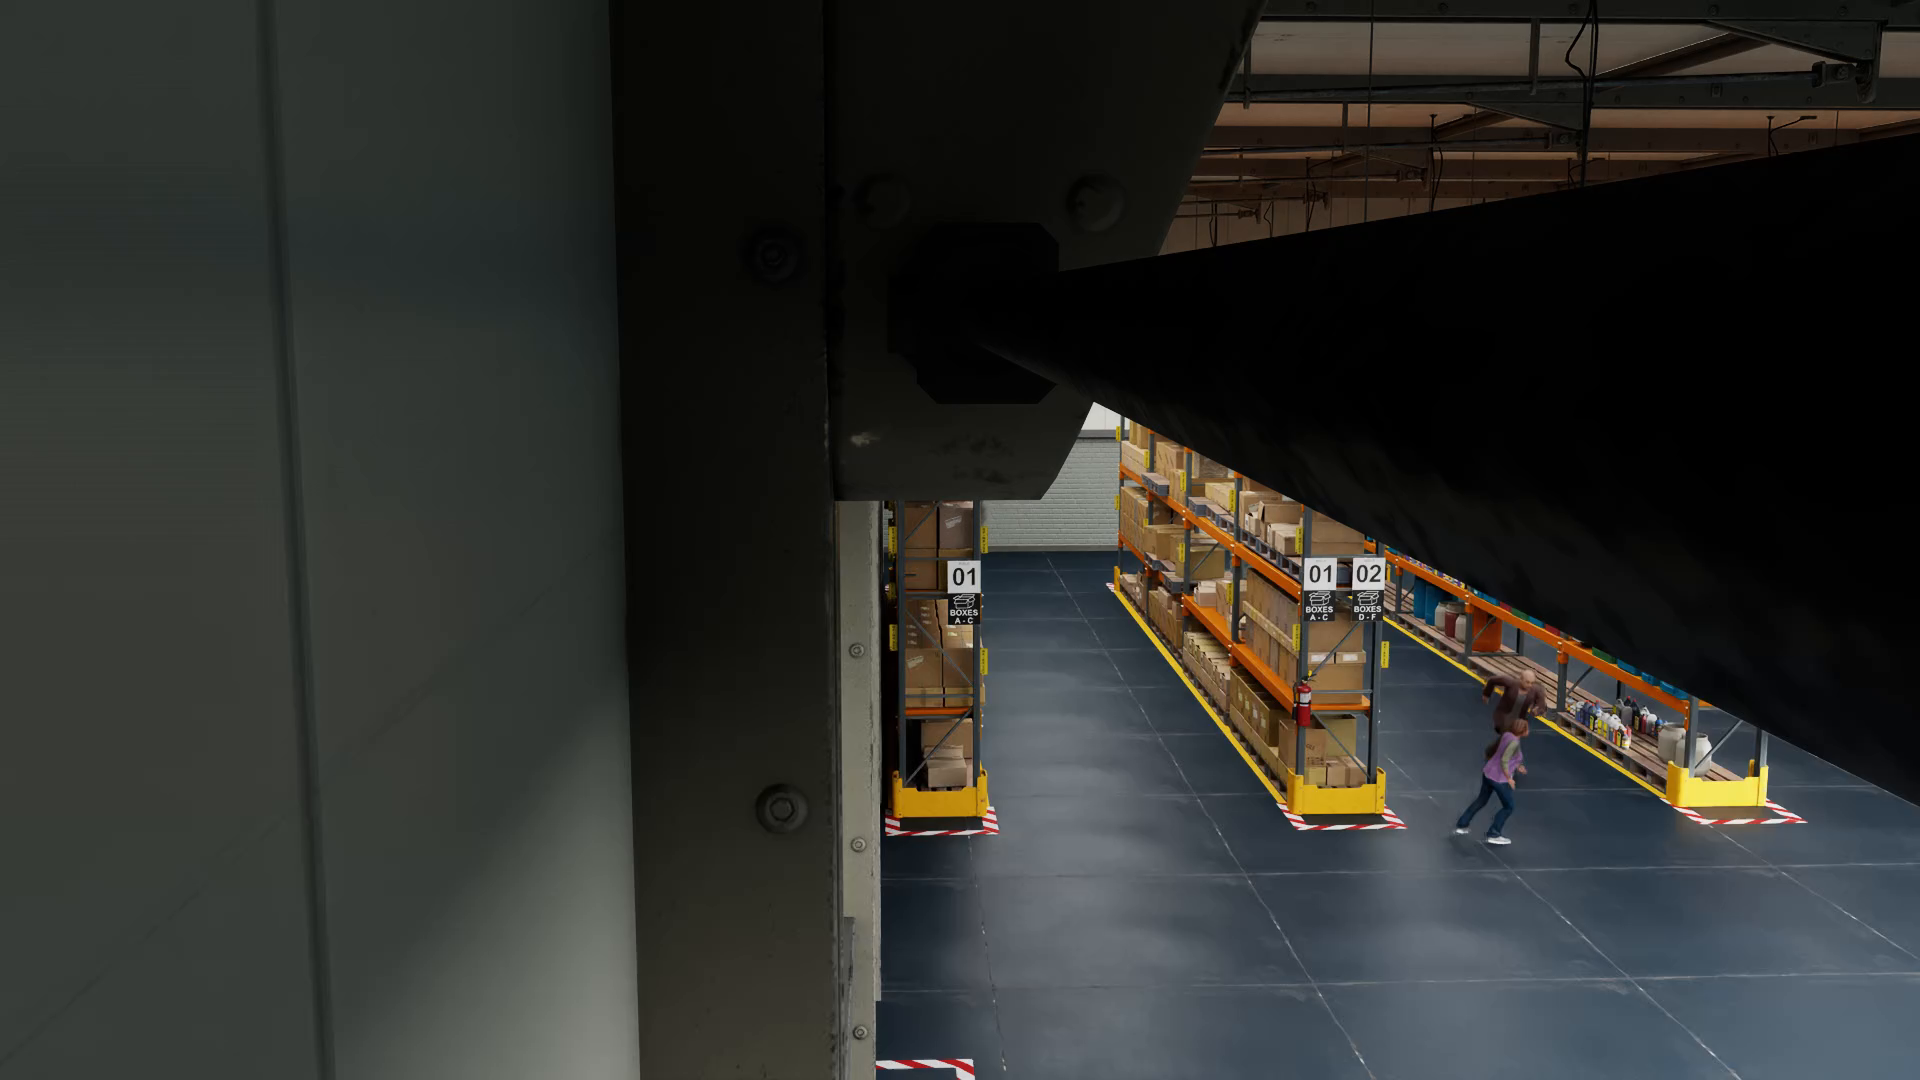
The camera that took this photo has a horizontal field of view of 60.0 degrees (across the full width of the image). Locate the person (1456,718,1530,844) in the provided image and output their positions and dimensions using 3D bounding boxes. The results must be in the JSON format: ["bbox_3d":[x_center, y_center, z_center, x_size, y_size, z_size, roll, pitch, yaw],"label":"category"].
[{"bbox_3d":[6.261,2.806,19.455,0.792,1.521,0.586,0,8,-1],"label":"person"}]

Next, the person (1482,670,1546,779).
[{"bbox_3d":[7.351,2.432,22.181,0.699,1.523,1.235,0,8,-2],"label":"person"}]
